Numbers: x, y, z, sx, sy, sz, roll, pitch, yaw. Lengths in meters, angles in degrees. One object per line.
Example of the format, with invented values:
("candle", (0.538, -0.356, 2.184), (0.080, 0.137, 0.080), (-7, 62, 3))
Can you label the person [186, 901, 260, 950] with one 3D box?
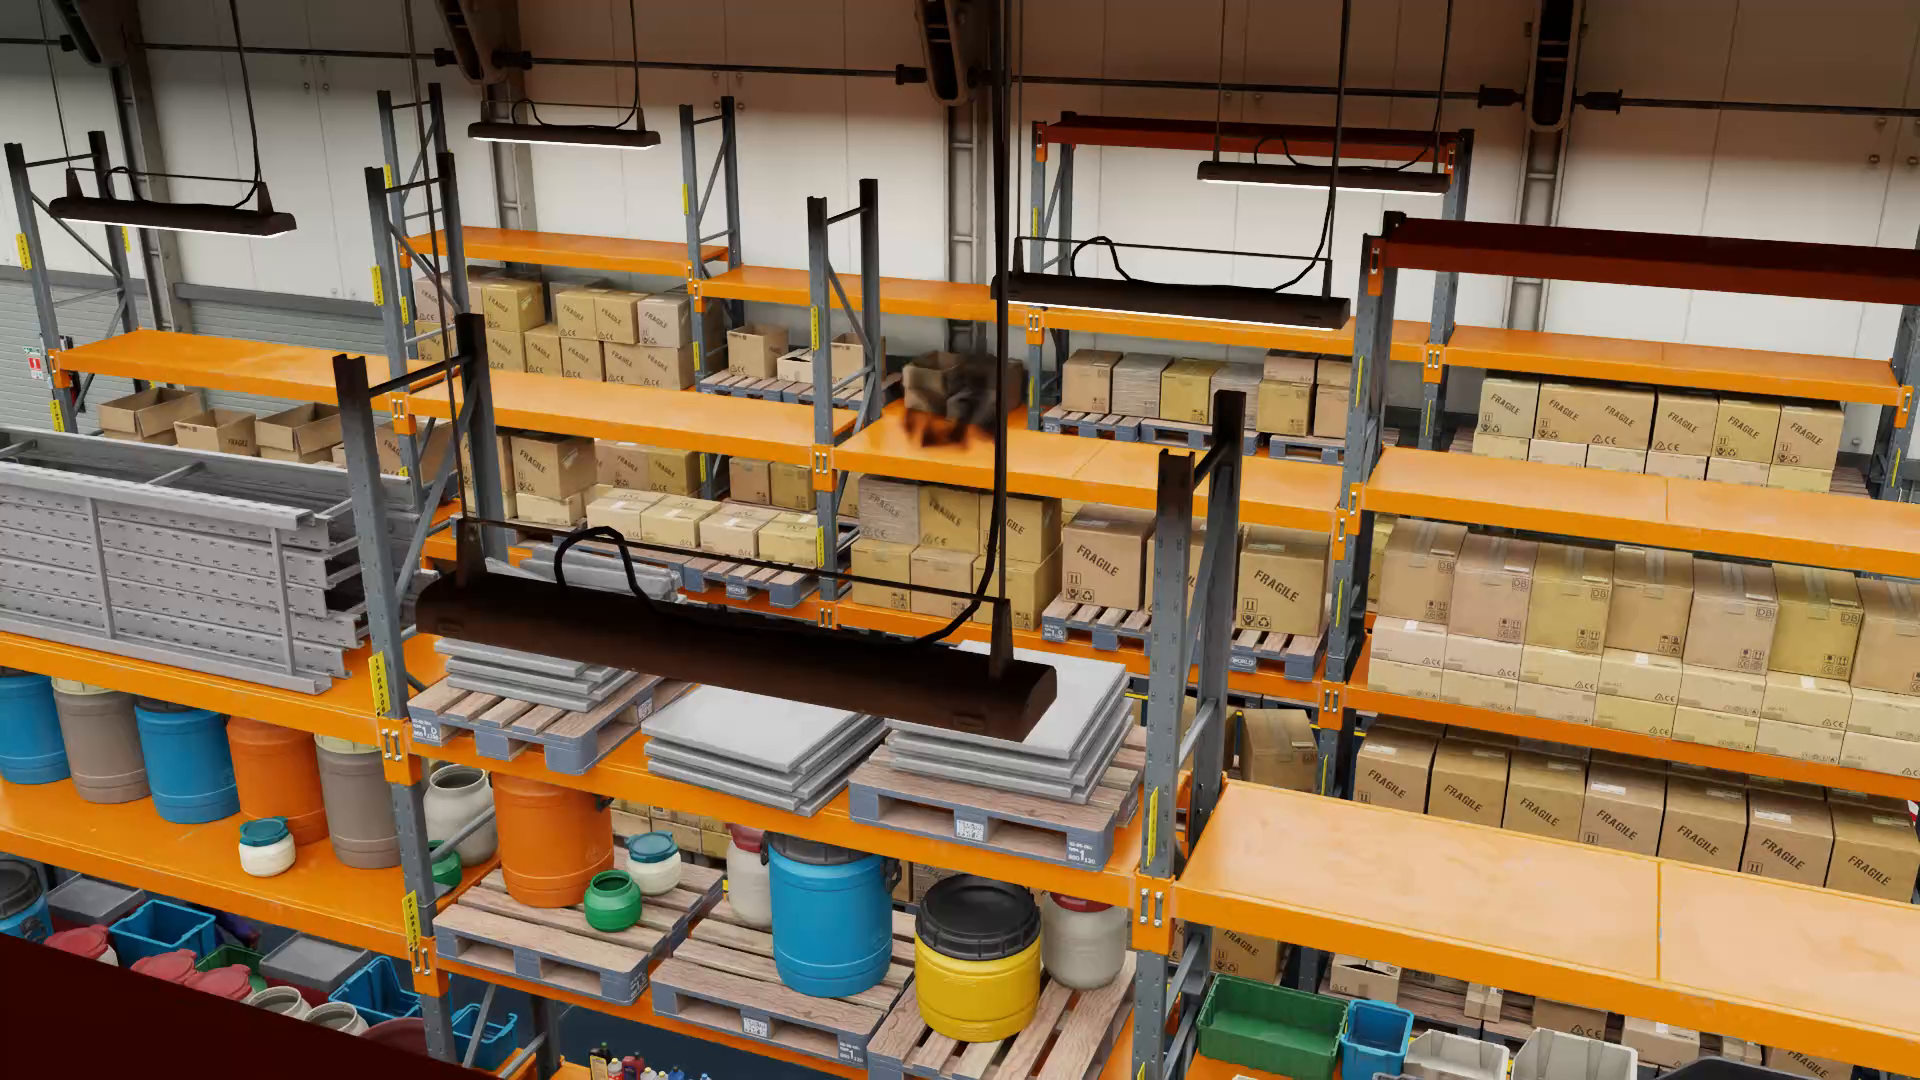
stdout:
("person", (-5.913, 2.691, 13.075), (0.563, 1.599, 0.601), (6, 22, 15))
